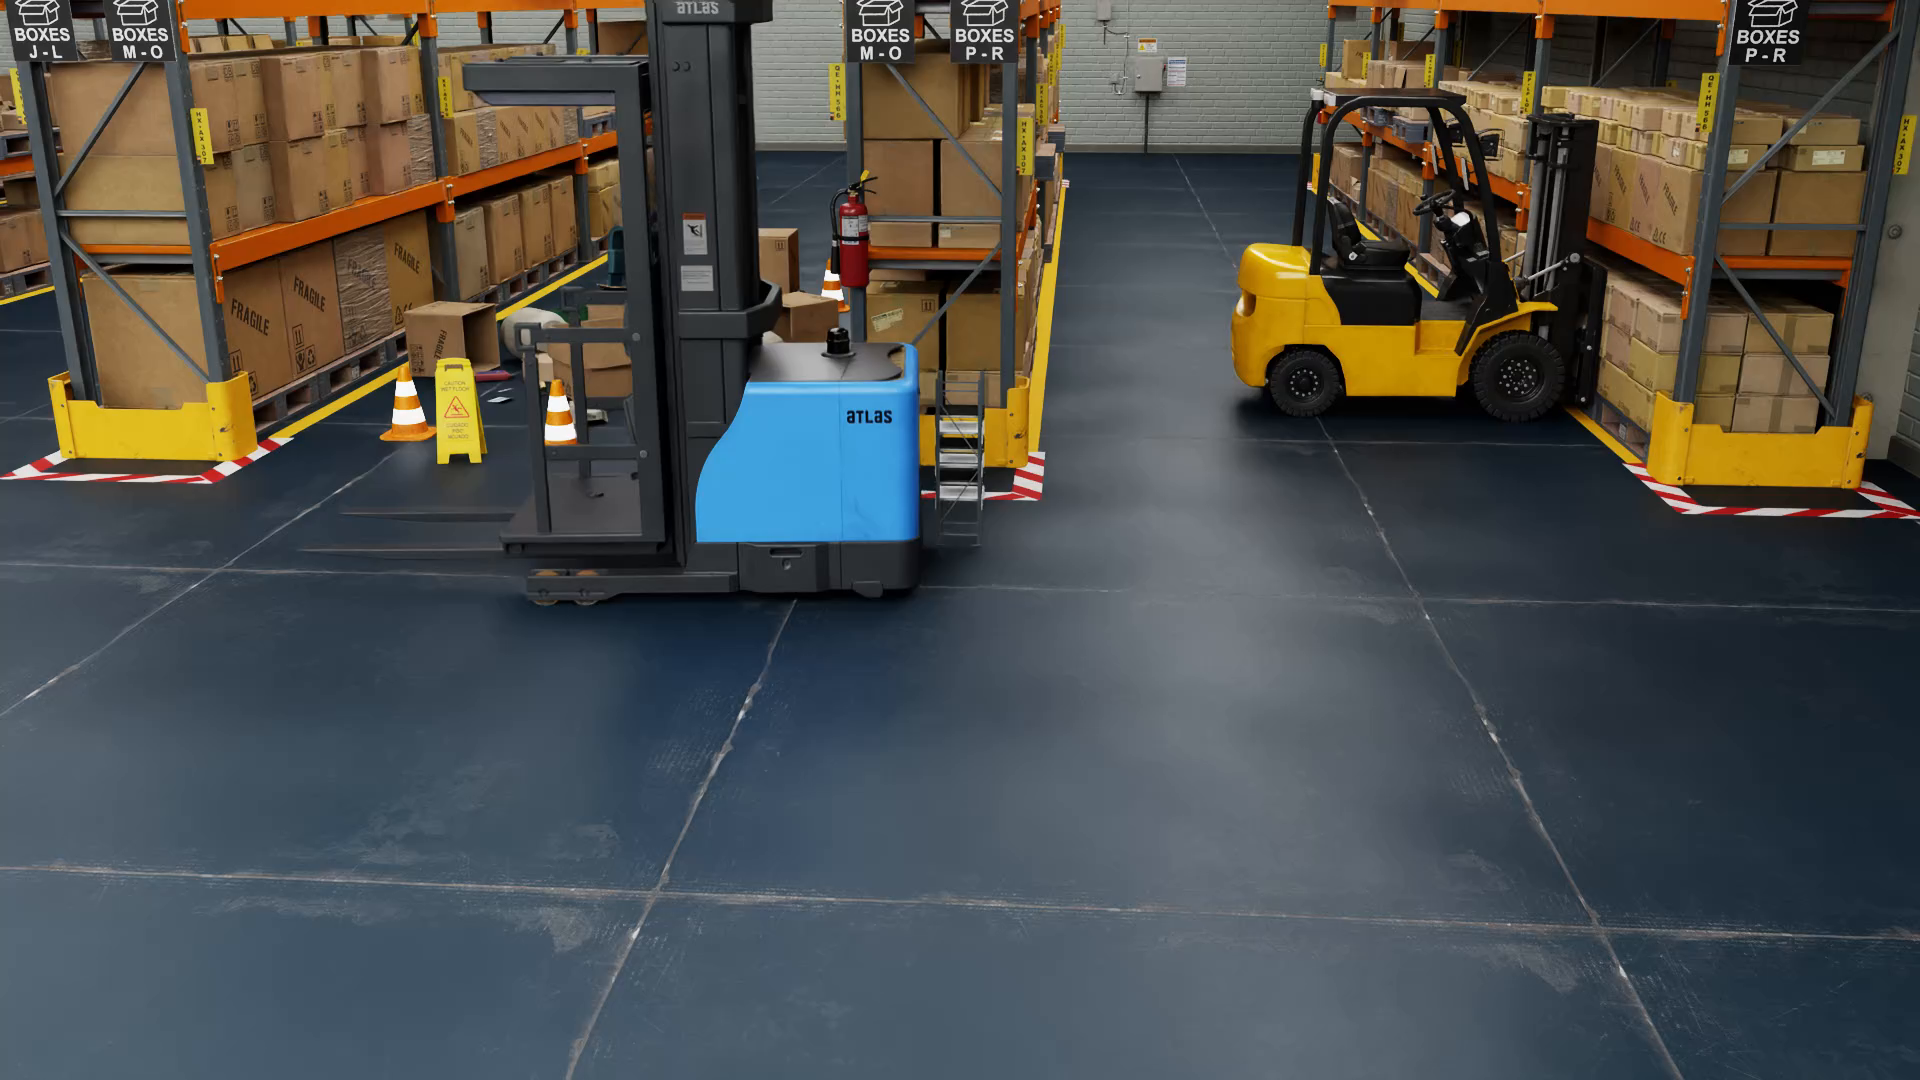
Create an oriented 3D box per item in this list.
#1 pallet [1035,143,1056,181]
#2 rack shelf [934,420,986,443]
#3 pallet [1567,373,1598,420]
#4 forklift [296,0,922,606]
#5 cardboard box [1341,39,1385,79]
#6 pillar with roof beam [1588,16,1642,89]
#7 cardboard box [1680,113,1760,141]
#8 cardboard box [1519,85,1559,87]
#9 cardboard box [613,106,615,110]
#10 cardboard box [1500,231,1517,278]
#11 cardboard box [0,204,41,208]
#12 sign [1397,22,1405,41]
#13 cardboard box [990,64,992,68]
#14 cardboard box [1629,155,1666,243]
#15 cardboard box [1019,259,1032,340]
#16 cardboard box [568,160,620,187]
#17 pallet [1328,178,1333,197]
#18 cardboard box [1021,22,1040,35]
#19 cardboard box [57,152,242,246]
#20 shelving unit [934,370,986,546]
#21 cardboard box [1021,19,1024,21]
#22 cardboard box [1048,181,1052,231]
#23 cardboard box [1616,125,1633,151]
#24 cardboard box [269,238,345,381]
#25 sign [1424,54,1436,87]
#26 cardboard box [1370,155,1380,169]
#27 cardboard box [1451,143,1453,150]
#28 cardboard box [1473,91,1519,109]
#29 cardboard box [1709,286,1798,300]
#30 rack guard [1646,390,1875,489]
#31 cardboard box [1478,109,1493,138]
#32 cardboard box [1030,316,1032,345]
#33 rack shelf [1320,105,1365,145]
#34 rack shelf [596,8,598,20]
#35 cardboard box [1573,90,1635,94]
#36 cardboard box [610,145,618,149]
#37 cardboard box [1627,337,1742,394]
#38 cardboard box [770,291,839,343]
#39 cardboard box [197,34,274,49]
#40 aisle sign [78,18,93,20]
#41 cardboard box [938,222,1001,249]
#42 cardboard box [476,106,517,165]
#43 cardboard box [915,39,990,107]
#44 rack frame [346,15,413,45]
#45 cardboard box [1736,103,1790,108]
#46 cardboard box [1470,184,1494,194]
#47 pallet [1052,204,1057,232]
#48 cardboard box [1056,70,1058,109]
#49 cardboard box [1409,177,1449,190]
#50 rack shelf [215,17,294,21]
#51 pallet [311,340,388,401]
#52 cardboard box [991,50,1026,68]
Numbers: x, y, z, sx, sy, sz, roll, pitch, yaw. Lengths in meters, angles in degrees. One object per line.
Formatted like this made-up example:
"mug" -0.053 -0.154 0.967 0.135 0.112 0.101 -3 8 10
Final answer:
"pallet" 0.323 -3.298 14.479 1.003 0.211 1.213 1 18 4
"rack shelf" 0.001 -0.570 8.745 0.258 0.077 0.200 1 18 4
"pallet" 4.890 -1.095 11.924 1.003 0.211 1.213 1 18 4
"forklift" -1.712 -1.243 8.010 3.031 2.935 1.130 0 18 -1
"cardboard box" 5.526 -6.598 22.801 0.500 0.500 0.500 2 18 5
"pillar with roof beam" 1.872 -6.810 15.254 9.100 9.000 0.400 1 18 4
"cardboard box" 4.589 -2.494 10.036 0.380 0.149 0.250 1 18 4
"cardboard box" 5.604 -4.297 16.019 0.380 0.149 0.250 1 18 3
"cardboard box" -4.209 -5.103 19.409 0.380 0.149 0.250 2 18 5
"cardboard box" 5.100 -2.279 14.200 0.875 0.625 0.625 2 18 6
"cardboard box" -9.530 -3.259 17.359 0.700 0.500 0.500 0 18 -1
"sign" 6.486 -7.454 24.488 0.100 0.325 0.005 1 18 4
"cardboard box" 0.041 -4.169 15.517 0.500 0.500 0.500 1 18 2
"cardboard box" 4.607 -2.170 10.569 0.500 0.500 0.500 2 18 6
"cardboard box" 0.248 -1.732 11.929 0.500 0.500 0.500 2 18 5
"cardboard box" -4.208 -4.211 19.093 0.500 0.250 0.500 1 18 3
"pallet" 5.872 -5.176 24.381 1.003 0.211 1.213 1 18 4
"cardboard box" 0.978 -6.563 21.327 0.380 0.149 0.250 1 18 3
"cardboard box" -5.127 -2.180 10.516 0.875 0.550 0.550 1 18 4
"shelving unit" 0.001 -0.430 8.791 0.258 0.900 0.210 1 18 4
"cardboard box" 0.734 -7.526 24.266 0.380 0.149 0.250 2 18 5
"cardboard box" 0.610 -4.077 19.286 0.875 0.875 0.875 2 18 5
"cardboard box" 4.600 -2.672 11.058 0.380 0.149 0.250 1 18 4
"cardboard box" -5.065 -1.667 11.932 0.875 0.875 0.875 1 18 3
"sign" 4.819 -4.810 17.052 0.100 0.325 0.005 1 18 4
"cardboard box" 5.356 -4.745 20.884 0.380 0.149 0.250 2 18 7
"cardboard box" 5.044 -3.928 16.335 0.500 0.250 0.500 1 18 3
"cardboard box" 4.881 -3.994 15.092 0.380 0.149 0.250 1 18 2
"cardboard box" 5.043 -1.472 10.733 0.500 0.250 0.500 1 18 4
"rack guard" 4.785 -0.608 9.975 1.175 0.500 0.348 1 18 4
"cardboard box" 4.926 -3.689 14.801 0.500 0.250 0.500 2 18 5
"cardboard box" 0.279 -1.535 12.532 0.500 0.250 0.500 2 18 5
"rack shelf" 5.791 -5.809 22.991 1.077 0.370 4.000 1 18 4
"rack shelf" -4.105 -7.424 23.100 1.077 0.370 4.000 1 18 4
"cardboard box" 4.817 -3.288 12.459 0.380 0.149 0.250 1 18 3
"cardboard box" -4.565 -4.863 21.084 0.500 0.250 0.500 0 18 1
"cardboard box" 4.510 -1.092 10.377 0.500 0.250 0.500 1 18 3
"cardboard box" -1.311 -1.666 13.201 0.500 0.500 0.500 17 25 41
"cardboard box" -9.226 -6.187 21.215 0.797 0.503 0.637 1 18 2
"aisle sign" -13.544 -8.465 25.765 0.394 0.787 0.004 1 18 4
"cardboard box" 0.067 -1.894 10.291 0.380 0.149 0.250 1 18 4
"cardboard box" -4.442 -3.751 15.393 0.500 0.500 0.500 1 18 4
"cardboard box" -0.125 -3.687 13.115 0.700 0.500 0.500 1 18 3
"rack frame" -8.902 -7.103 25.784 1.000 3.000 0.127 1 18 4
"cardboard box" 5.225 -2.801 10.974 0.380 0.149 0.250 1 18 3
"cardboard box" 5.709 -3.763 17.888 0.380 0.149 0.250 2 18 7
"pallet" 0.716 -4.073 21.015 1.003 0.211 1.213 1 18 4
"cardboard box" 1.073 -6.138 22.677 0.500 0.500 0.500 1 18 4
"cardboard box" 5.195 -3.933 18.407 0.380 0.149 0.250 1 18 2
"rack shelf" -9.332 -6.323 19.742 1.077 0.370 4.000 1 18 4
"pallet" -5.039 -1.295 12.536 1.003 0.211 1.213 1 18 4
"cardboard box" 0.484 -4.330 14.965 0.380 0.149 0.250 2 18 7
